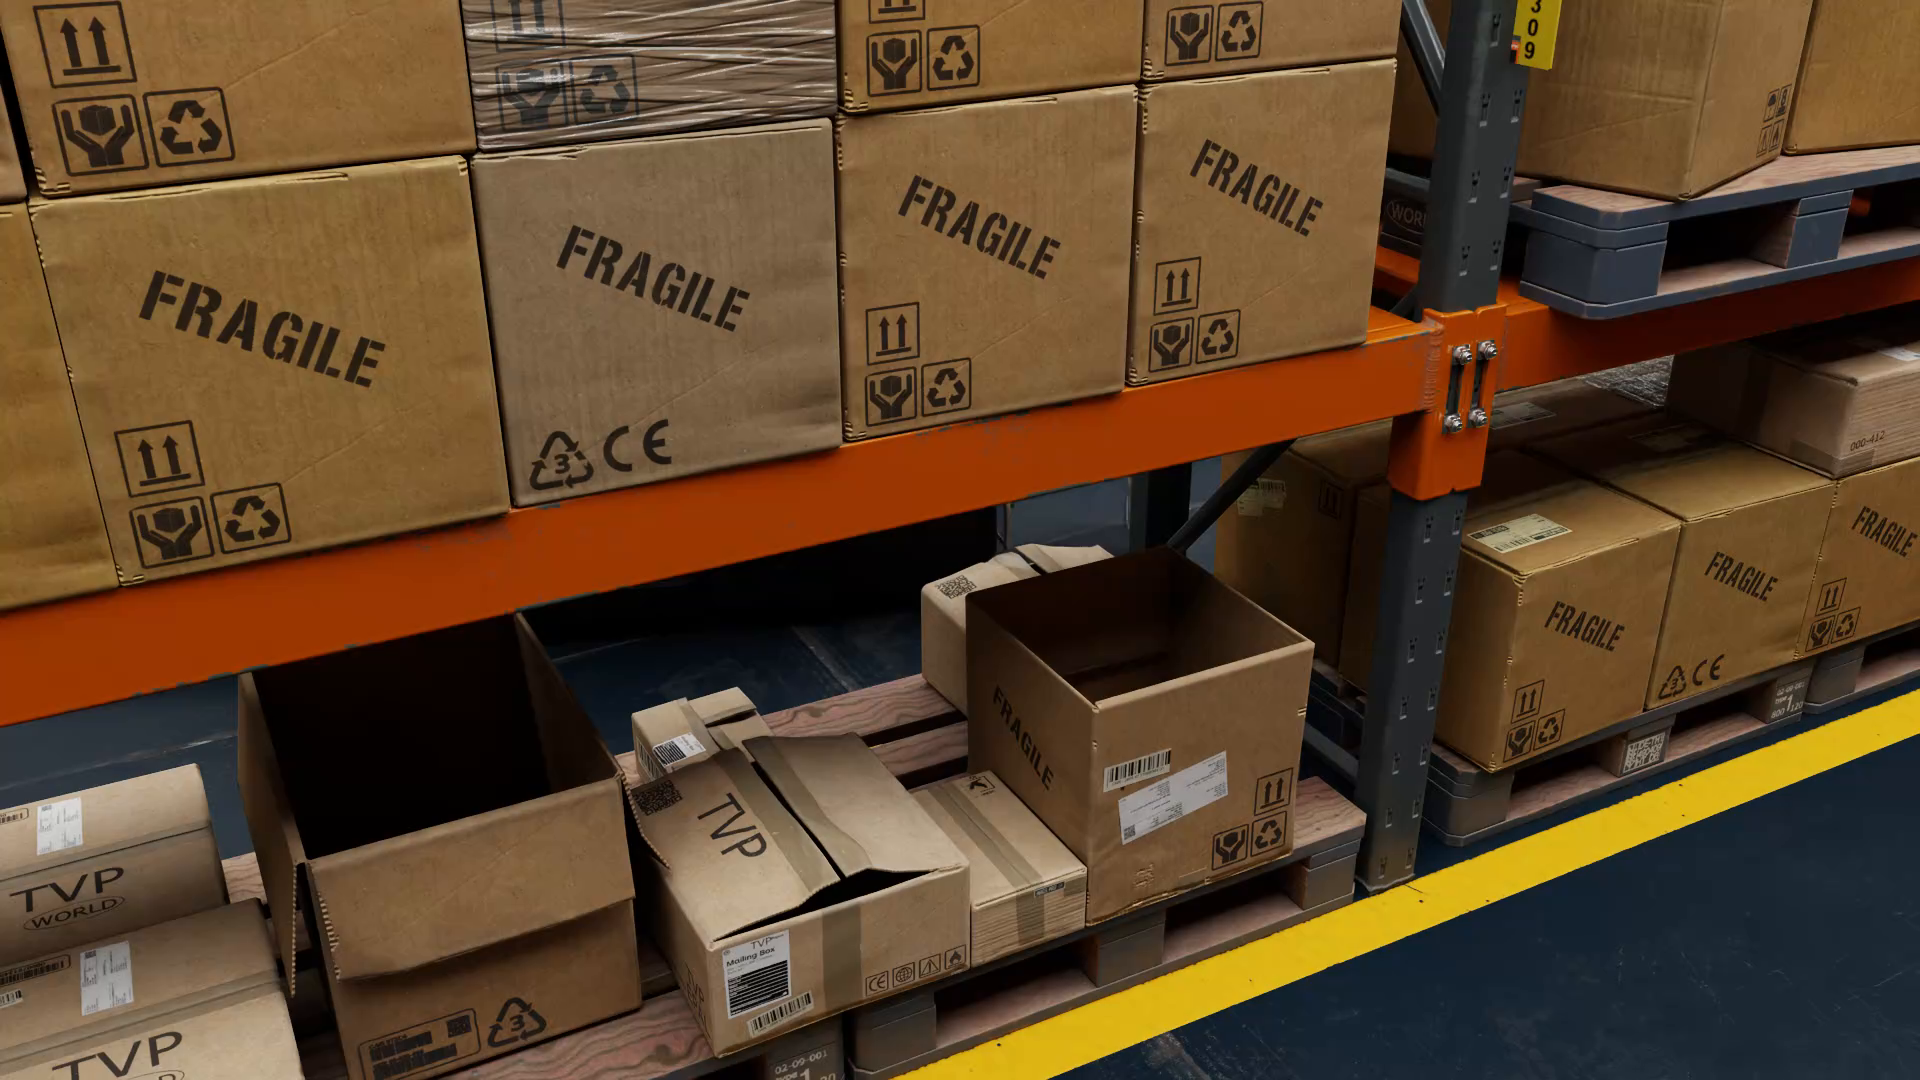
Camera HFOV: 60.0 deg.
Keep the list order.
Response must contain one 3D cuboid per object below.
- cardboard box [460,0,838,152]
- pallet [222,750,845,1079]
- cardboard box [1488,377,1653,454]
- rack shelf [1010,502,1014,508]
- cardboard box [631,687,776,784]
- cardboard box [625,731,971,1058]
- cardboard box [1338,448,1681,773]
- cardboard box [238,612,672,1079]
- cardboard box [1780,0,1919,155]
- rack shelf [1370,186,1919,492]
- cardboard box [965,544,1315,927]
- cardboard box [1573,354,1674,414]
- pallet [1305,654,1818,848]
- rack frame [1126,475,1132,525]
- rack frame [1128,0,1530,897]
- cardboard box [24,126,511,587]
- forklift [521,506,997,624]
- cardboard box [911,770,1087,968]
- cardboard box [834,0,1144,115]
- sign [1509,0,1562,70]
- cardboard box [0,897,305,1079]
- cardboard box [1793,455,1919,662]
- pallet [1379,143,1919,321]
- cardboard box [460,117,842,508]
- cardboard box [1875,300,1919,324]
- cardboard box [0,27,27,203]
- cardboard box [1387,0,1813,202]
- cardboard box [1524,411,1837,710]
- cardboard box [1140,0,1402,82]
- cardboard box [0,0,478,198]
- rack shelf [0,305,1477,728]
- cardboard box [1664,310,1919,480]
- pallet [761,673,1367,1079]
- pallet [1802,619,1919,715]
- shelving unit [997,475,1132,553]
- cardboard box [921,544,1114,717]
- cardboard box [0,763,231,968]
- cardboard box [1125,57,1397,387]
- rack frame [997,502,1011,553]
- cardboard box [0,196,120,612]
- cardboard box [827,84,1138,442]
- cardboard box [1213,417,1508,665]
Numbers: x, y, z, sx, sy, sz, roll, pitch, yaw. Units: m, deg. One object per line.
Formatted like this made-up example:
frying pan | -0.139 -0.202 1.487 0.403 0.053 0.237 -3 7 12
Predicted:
cardboard box | -0.505 -0.863 2.311 0.500 0.500 0.500 -13 28 -25
pallet | -0.969 0.870 3.195 1.213 0.211 1.003 -13 29 -25
cardboard box | 1.456 -0.156 4.489 0.500 0.500 0.500 -13 29 -25
rack shelf | 0.345 -0.243 5.073 0.480 0.148 0.258 -7 27 -15
cardboard box | -0.516 0.485 3.540 0.250 0.166 0.380 -13 29 -25
cardboard box | -0.316 0.614 3.104 0.500 0.311 0.500 -13 29 -25
cardboard box | 1.256 0.146 3.860 0.500 0.500 0.500 -14 29 -27
cardboard box | -0.940 0.535 3.047 0.637 0.503 0.797 -13 29 -25
cardboard box | 1.815 -1.187 3.656 0.500 0.500 0.700 -8 27 -17
rack shelf | 2.480 -0.860 4.407 4.000 0.370 1.077 -13 29 -25
cardboard box | 0.346 0.376 3.381 0.500 0.500 0.500 -13 29 -25
cardboard box | 1.898 -0.258 4.701 0.500 0.500 0.500 -13 28 -24
pallet | 1.415 0.300 4.382 1.213 0.211 1.003 -13 29 -25
rack frame | 0.578 -0.548 5.005 0.015 1.200 0.240 -7 27 -15
rack frame | 0.715 -0.777 3.403 0.127 3.000 1.000 -13 29 -25
cardboard box | -0.960 -0.307 2.307 0.500 0.500 0.500 -13 28 -24
forklift | -1.457 -1.250 4.468 3.031 2.935 1.130 -4 26 -8
cardboard box | 0.043 0.633 3.251 0.250 0.149 0.380 -13 29 -25
cardboard box | -0.060 -0.966 2.525 0.500 0.500 0.500 -14 29 -26
sign | 0.977 -0.962 2.787 0.005 0.325 0.100 -13 29 -25
cardboard box | -1.319 0.873 2.635 0.500 0.250 0.500 -13 29 -25
cardboard box | 2.166 -0.066 4.301 0.500 0.500 0.500 -13 28 -24
pallet | 1.471 -0.812 3.697 1.213 0.211 1.003 -13 29 -25
cardboard box | -0.512 -0.411 2.526 0.500 0.500 0.500 -12 28 -24
cardboard box | 2.581 -0.498 4.335 0.500 0.250 0.500 -14 29 -26
cardboard box | -1.397 -0.657 1.883 0.500 0.500 0.500 -13 28 -24
cardboard box | 1.238 -1.023 3.313 0.700 0.500 0.500 22 33 37
cardboard box | 1.722 0.033 4.095 0.500 0.500 0.500 -13 28 -24
cardboard box | 0.391 -1.071 2.744 0.500 0.500 0.500 -13 28 -25
cardboard box | -0.950 -0.761 2.099 0.500 0.500 0.500 -13 29 -26
rack shelf | -1.050 -0.045 2.710 4.000 0.370 1.077 -13 29 -25
cardboard box | 2.139 -0.396 4.122 0.500 0.250 0.500 -13 29 -25
pallet | 0.108 0.620 3.716 1.213 0.211 1.003 -13 29 -25
pallet | 2.493 0.050 4.903 1.213 0.211 1.003 -13 29 -25
shelving unit | 0.345 -0.517 4.941 0.503 1.200 0.258 -7 27 -15
cardboard box | 0.243 0.240 3.884 0.500 0.311 0.500 -13 29 -25
cardboard box | -1.598 0.692 3.012 0.500 0.250 0.500 -13 29 -25
cardboard box | 0.395 -0.622 2.965 0.500 0.500 0.500 -12 28 -24
rack frame | 0.111 -0.487 4.877 0.015 1.200 0.240 -7 27 -15
cardboard box | -1.402 -0.205 2.097 0.500 0.500 0.500 -13 29 -25
cardboard box | -0.060 -0.517 2.745 0.500 0.500 0.500 -12 28 -24
cardboard box | 1.015 -0.059 4.286 0.500 0.500 0.500 -13 29 -25
